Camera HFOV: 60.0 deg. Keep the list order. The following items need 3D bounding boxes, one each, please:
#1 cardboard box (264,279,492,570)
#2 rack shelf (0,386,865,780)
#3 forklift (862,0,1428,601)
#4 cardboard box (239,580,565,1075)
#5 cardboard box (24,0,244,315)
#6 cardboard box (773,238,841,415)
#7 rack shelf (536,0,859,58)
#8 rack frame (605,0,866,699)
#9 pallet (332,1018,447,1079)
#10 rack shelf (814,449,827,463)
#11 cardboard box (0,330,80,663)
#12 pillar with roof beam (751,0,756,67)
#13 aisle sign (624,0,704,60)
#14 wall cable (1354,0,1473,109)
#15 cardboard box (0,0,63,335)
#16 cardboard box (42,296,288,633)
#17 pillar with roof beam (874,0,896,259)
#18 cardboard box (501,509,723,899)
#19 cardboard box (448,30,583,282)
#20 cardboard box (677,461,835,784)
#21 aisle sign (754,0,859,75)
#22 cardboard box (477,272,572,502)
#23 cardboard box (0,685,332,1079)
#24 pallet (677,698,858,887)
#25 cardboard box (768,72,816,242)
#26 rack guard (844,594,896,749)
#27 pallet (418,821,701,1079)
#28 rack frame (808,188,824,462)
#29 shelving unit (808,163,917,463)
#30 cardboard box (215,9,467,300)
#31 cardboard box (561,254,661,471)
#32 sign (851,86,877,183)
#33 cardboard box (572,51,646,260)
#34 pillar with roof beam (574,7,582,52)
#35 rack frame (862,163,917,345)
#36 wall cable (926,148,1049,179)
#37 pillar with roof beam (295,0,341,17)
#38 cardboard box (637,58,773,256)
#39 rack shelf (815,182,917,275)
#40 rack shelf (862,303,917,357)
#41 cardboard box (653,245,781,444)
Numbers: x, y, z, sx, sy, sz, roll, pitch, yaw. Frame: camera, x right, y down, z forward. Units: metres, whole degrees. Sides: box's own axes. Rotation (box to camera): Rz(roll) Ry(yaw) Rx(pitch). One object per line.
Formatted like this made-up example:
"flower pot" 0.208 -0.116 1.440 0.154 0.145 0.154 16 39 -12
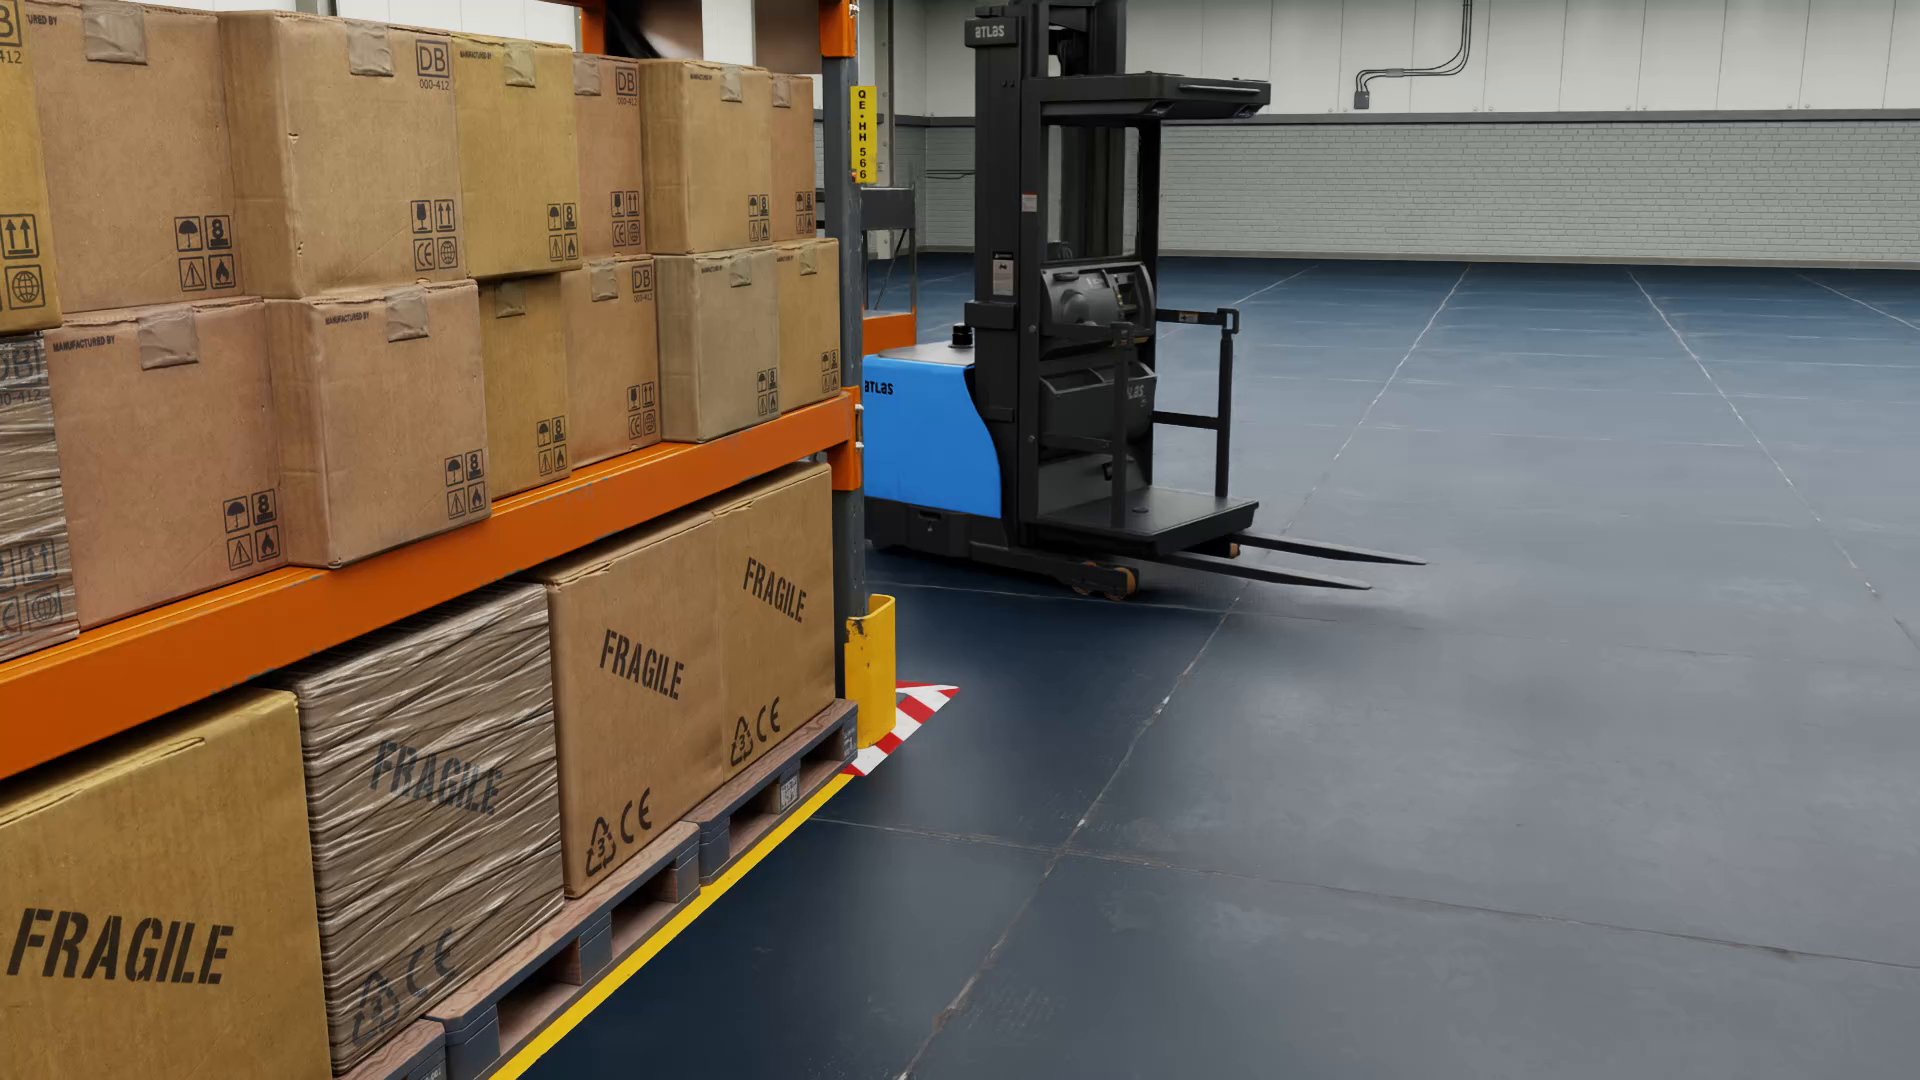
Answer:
"cardboard box" -1.588 -0.294 3.697 0.875 0.550 0.550 4 14 18
"rack shelf" -1.491 0.010 4.319 1.077 0.370 4.000 4 14 18
"forklift" 0.878 -1.262 8.430 3.031 2.935 1.130 10 16 38
"cardboard box" -1.581 0.594 3.975 0.875 0.875 0.875 4 14 19
"cardboard box" -1.918 -0.718 3.131 0.875 0.550 0.550 4 14 18
"cardboard box" -0.921 -0.753 5.711 0.875 0.550 0.550 4 14 18
"rack shelf" -1.491 -1.452 3.985 1.077 0.370 4.000 4 14 18
"rack frame" -0.844 -0.762 6.084 1.000 3.000 0.127 4 14 18
"pallet" -1.818 1.286 3.381 1.003 0.211 1.213 4 14 18
"rack shelf" -0.562 -0.385 9.665 0.431 0.518 0.480 10 16 37
"cardboard box" -2.030 -0.071 2.722 0.875 0.550 0.550 4 14 18
"pillar with roof beam" 0.502 -9.040 28.871 9.100 9.000 0.400 4 14 18
"aisle sign" -1.105 -2.066 5.955 0.394 0.787 0.004 4 14 18
"wall cable" 9.552 -12.109 34.676 2.305 6.003 0.169 4 14 18
"cardboard box" -1.986 -0.594 2.587 0.875 0.550 0.550 4 14 18
"cardboard box" -1.874 -0.189 3.236 0.875 0.550 0.550 4 14 18
"pillar with roof beam" 2.444 -10.303 34.406 9.100 9.000 0.400 4 14 18
"cardboard box" -1.284 0.402 4.815 0.875 0.875 0.875 4 13 18
"cardboard box" -1.450 -0.934 4.077 0.875 0.550 0.500 4 14 18
"cardboard box" -1.001 0.217 5.627 0.875 0.875 0.875 4 14 19
"aisle sign" -0.537 -2.022 5.766 0.394 0.787 0.004 4 14 18
"cardboard box" -1.511 -0.413 4.218 0.875 0.550 0.500 4 14 18
"cardboard box" -1.869 0.784 3.142 0.875 0.875 0.875 5 14 19
"pallet" -1.029 0.772 5.632 1.003 0.211 1.213 4 14 18
"cardboard box" -1.001 -1.286 5.617 0.875 0.550 0.550 4 14 18
"rack guard" -0.836 0.452 6.384 1.175 0.500 0.348 4 14 18
"pallet" -1.425 1.028 4.510 1.003 0.211 1.213 4 14 18
"rack frame" -0.713 -1.039 9.320 0.400 2.100 0.015 10 16 37
"shelving unit" -0.562 -1.081 9.506 0.431 2.100 0.503 10 16 37
"cardboard box" -1.614 -0.822 3.586 0.875 0.550 0.550 4 14 18
"cardboard box" -1.379 -0.527 4.720 0.875 0.550 0.550 4 14 18
"sign" -0.335 -1.400 5.745 0.100 0.325 0.005 4 14 18
"cardboard box" -1.401 -1.055 4.607 0.875 0.550 0.550 4 14 18
"pillar with roof beam" -1.439 -7.776 23.336 9.100 9.000 0.400 4 14 18
"rack frame" -0.411 -1.124 9.693 0.400 2.100 0.015 10 16 37
"wall cable" 0.575 -9.624 38.410 3.097 2.526 0.112 4 14 18
"pillar with roof beam" -3.380 -6.513 17.801 9.100 9.000 0.400 4 14 18
"cardboard box" -1.091 -1.163 5.081 0.875 0.550 0.550 4 14 18
"rack shelf" -0.562 -1.750 9.354 0.431 0.518 0.480 10 16 37
"rack shelf" -0.562 -1.068 9.509 0.431 0.518 0.480 10 16 37
"cardboard box" -1.079 -0.636 5.197 0.875 0.550 0.550 4 14 18
